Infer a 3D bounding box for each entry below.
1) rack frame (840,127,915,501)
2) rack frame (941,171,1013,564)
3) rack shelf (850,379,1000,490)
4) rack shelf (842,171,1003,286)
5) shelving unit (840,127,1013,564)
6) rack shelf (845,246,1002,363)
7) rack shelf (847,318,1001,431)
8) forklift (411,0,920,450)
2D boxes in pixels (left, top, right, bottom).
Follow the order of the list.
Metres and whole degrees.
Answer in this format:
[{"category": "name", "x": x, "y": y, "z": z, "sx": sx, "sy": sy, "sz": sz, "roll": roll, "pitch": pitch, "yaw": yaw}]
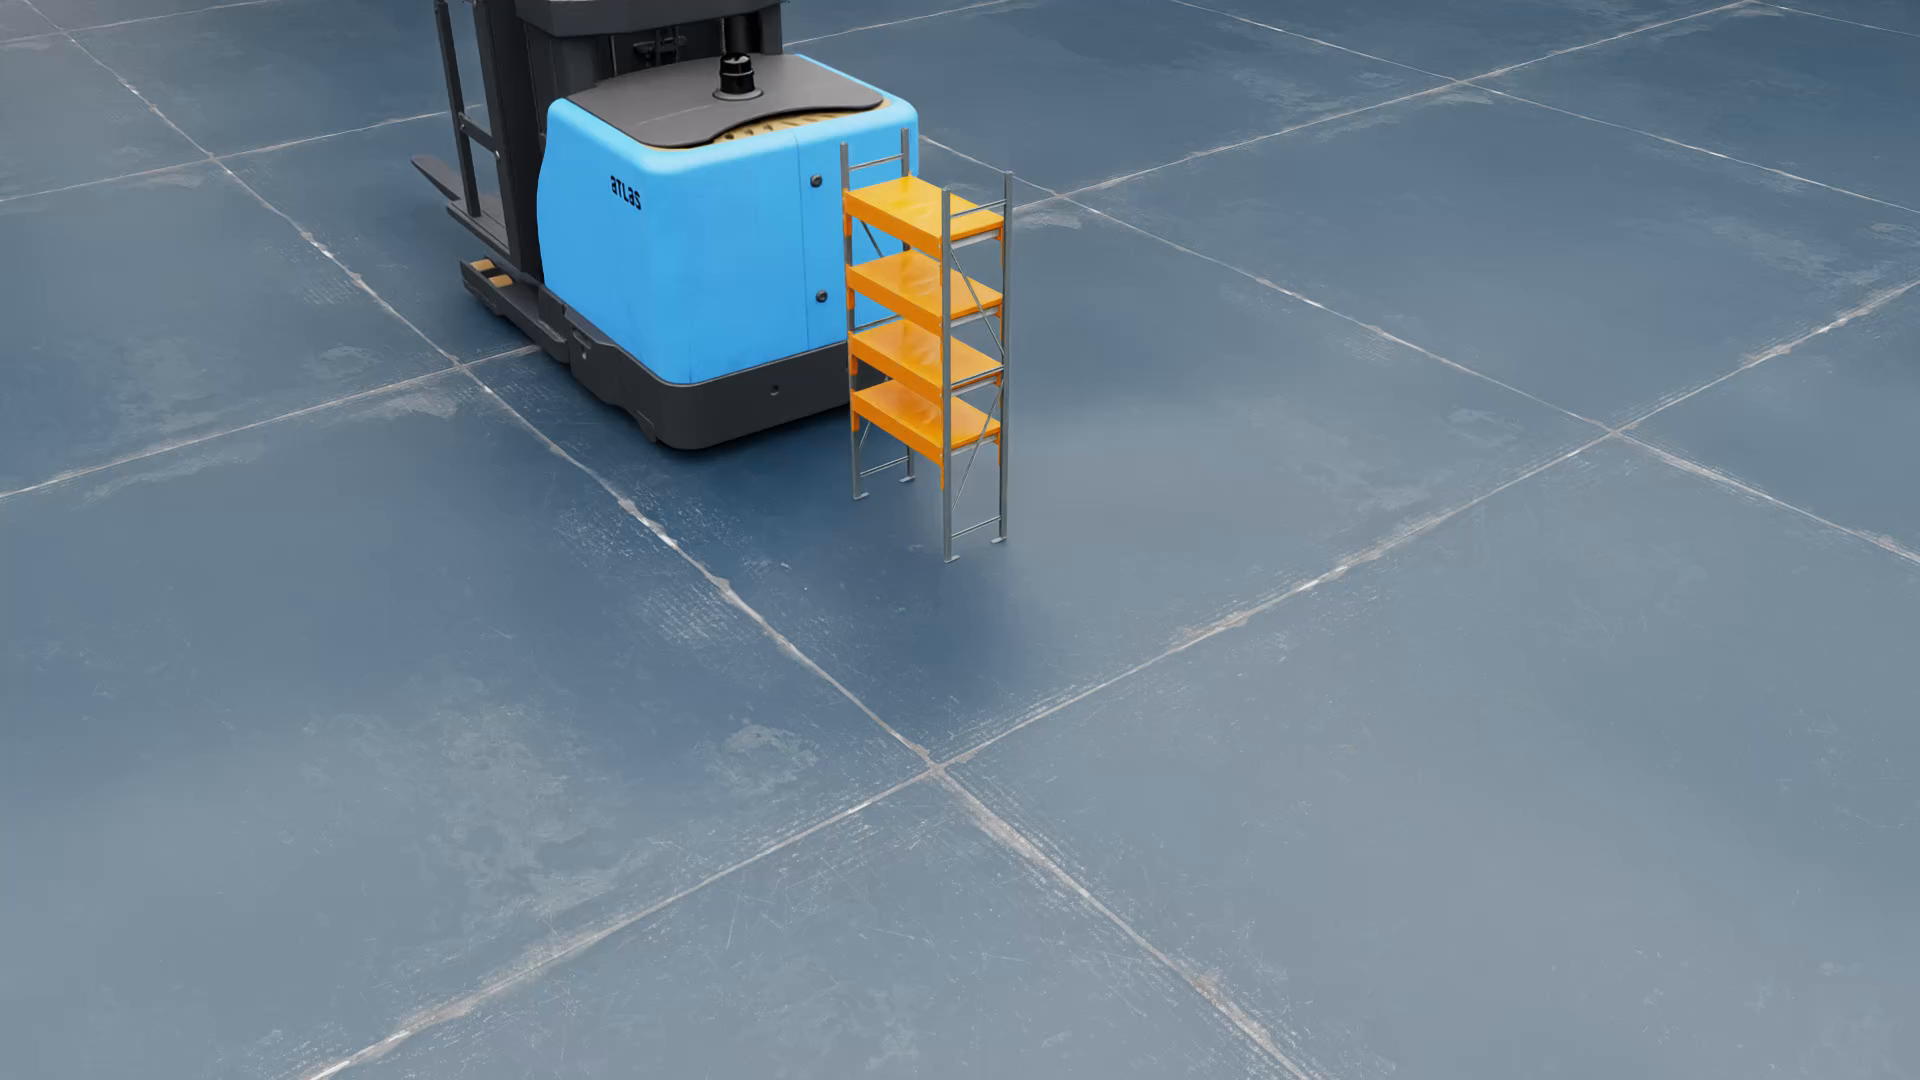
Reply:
[{"category": "rack frame", "x": -0.251, "y": -0.680, "z": 5.208, "sx": 0.240, "sy": 1.200, "sz": 0.015, "roll": -22, "pitch": 38, "yaw": -31}, {"category": "rack frame", "x": 0.048, "y": -0.477, "z": 4.881, "sx": 0.240, "sy": 1.200, "sz": 0.015, "roll": -22, "pitch": 38, "yaw": -31}, {"category": "rack shelf", "x": -0.101, "y": -0.353, "z": 5.185, "sx": 0.258, "sy": 0.148, "sz": 0.480, "roll": -22, "pitch": 38, "yaw": -31}, {"category": "rack shelf", "x": -0.101, "y": -0.913, "z": 4.837, "sx": 0.258, "sy": 0.148, "sz": 0.480, "roll": -22, "pitch": 38, "yaw": -31}, {"category": "shelving unit", "x": -0.101, "y": -0.579, "z": 5.045, "sx": 0.258, "sy": 1.200, "sz": 0.503, "roll": -22, "pitch": 38, "yaw": -31}, {"category": "rack shelf", "x": -0.101, "y": -0.712, "z": 4.962, "sx": 0.258, "sy": 0.148, "sz": 0.480, "roll": -22, "pitch": 38, "yaw": -31}, {"category": "rack shelf", "x": -0.101, "y": -0.522, "z": 5.080, "sx": 0.258, "sy": 0.148, "sz": 0.480, "roll": -22, "pitch": 38, "yaw": -31}, {"category": "forklift", "x": -1.387, "y": -2.277, "z": 6.137, "sx": 1.130, "sy": 2.935, "sz": 3.031, "roll": -21, "pitch": 37, "yaw": -29}]
